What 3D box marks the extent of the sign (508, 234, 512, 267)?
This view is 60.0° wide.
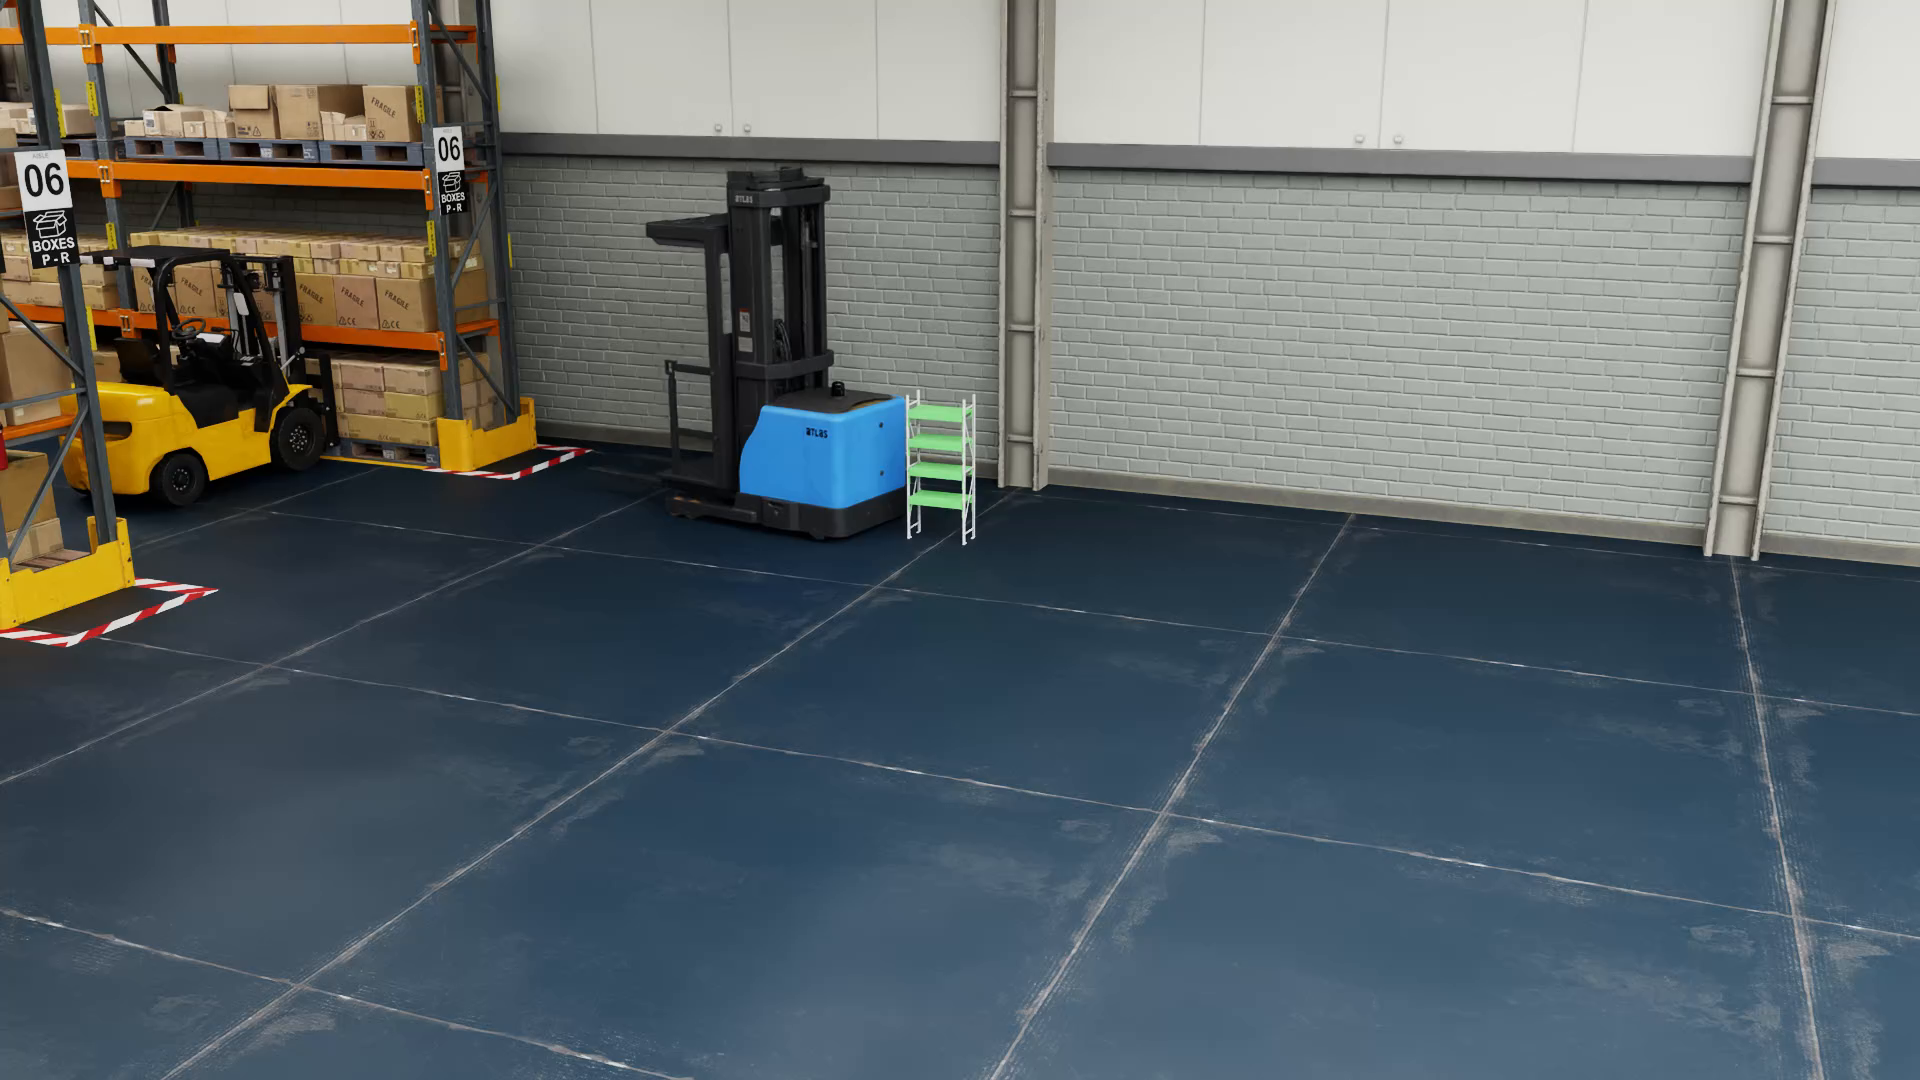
[{"bbox_3d":[-4.469,-2.857,16.440,0.005,0.325,0.100,6,17,21],"label":"sign"}]

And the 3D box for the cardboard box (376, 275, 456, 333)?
[{"bbox_3d":[-5.232,-2.290,16.003,0.500,0.500,0.500,6,17,19],"label":"cardboard box"}]

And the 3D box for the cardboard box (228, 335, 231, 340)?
[{"bbox_3d":[-7.871,-2.030,17.672,0.500,0.250,0.500,7,17,22],"label":"cardboard box"}]

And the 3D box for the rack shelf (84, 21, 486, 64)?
[{"bbox_3d":[-6.539,-4.808,16.102,4.000,0.370,1.077,6,17,21],"label":"rack shelf"}]

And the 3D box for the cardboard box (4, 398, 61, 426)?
[{"bbox_3d":[-6.736,-0.940,11.982,0.250,0.149,0.380,6,17,21],"label":"cardboard box"}]

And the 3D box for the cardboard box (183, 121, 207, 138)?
[{"bbox_3d":[-7.378,-4.035,16.331,0.250,0.149,0.380,7,18,22],"label":"cardboard box"}]

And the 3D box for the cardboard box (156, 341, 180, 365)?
[{"bbox_3d":[-8.064,-1.900,17.222,0.500,0.250,0.500,6,17,20],"label":"cardboard box"}]

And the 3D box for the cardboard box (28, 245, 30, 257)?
[{"bbox_3d":[-9.547,-3.059,17.487,0.250,0.149,0.380,6,17,19],"label":"cardboard box"}]

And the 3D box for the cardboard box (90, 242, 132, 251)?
[{"bbox_3d":[-8.799,-3.006,17.305,0.250,0.149,0.380,7,18,23],"label":"cardboard box"}]

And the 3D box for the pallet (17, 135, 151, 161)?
[{"bbox_3d":[-9.225,-4.105,17.395,1.217,0.209,0.805,6,17,18],"label":"pallet"}]

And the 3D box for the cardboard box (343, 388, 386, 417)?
[{"bbox_3d":[-5.708,-1.404,16.411,0.500,0.250,0.500,6,17,20],"label":"cardboard box"}]

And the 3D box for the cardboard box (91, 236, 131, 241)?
[{"bbox_3d":[-9.110,-3.187,17.929,0.250,0.149,0.380,6,17,20],"label":"cardboard box"}]

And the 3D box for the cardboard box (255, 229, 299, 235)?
[{"bbox_3d":[-7.032,-3.116,17.151,0.250,0.149,0.380,6,17,20],"label":"cardboard box"}]

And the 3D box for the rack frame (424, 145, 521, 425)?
[{"bbox_3d":[-4.678,-2.260,16.078,0.127,3.000,1.000,6,17,21],"label":"rack frame"}]

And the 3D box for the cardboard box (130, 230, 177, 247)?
[{"bbox_3d":[-8.212,-3.062,16.964,0.250,0.149,0.380,7,17,22],"label":"cardboard box"}]

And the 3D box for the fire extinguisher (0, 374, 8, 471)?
[{"bbox_3d":[-6.559,-0.804,11.201,0.183,0.674,0.296,6,17,21],"label":"fire extinguisher"}]

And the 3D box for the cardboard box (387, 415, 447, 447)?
[{"bbox_3d":[-5.231,-1.107,16.286,0.500,0.250,0.500,6,17,21],"label":"cardboard box"}]

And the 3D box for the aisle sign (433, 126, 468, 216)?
[{"bbox_3d":[-4.725,-3.425,15.430,0.004,0.787,0.394,6,17,21],"label":"aisle sign"}]

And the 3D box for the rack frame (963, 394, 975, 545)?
[{"bbox_3d":[0.073,-0.568,13.479,0.015,1.200,0.240,6,17,21],"label":"rack frame"}]

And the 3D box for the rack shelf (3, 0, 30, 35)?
[{"bbox_3d":[-8.357,-3.711,11.611,4.000,0.370,1.077,6,17,21],"label":"rack shelf"}]

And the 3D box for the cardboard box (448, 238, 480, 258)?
[{"bbox_3d":[-4.912,-2.852,16.241,0.250,0.149,0.380,6,17,20],"label":"cardboard box"}]

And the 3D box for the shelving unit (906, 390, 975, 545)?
[{"bbox_3d":[-0.154,-0.593,13.565,0.503,1.200,0.258,6,17,21],"label":"shelving unit"}]

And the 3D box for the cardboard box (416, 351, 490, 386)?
[{"bbox_3d":[-5.056,-1.720,16.602,0.500,0.250,0.500,6,17,20],"label":"cardboard box"}]

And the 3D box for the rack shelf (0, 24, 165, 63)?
[{"bbox_3d":[-10.260,-5.217,17.512,4.000,0.370,1.077,6,17,21],"label":"rack shelf"}]

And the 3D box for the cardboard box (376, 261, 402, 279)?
[{"bbox_3d":[-5.352,-2.601,15.909,0.250,0.149,0.380,7,17,22],"label":"cardboard box"}]

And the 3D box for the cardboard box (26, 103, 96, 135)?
[{"bbox_3d":[-9.162,-4.327,17.046,0.500,0.311,0.500,6,17,19],"label":"cardboard box"}]

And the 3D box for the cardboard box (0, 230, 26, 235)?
[{"bbox_3d":[-10.509,-3.359,18.521,0.250,0.149,0.380,6,17,20],"label":"cardboard box"}]

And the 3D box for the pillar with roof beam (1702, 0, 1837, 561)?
[{"bbox_3d":[4.588,-3.102,8.218,0.400,9.000,9.100,6,17,21],"label":"pillar with roof beam"}]

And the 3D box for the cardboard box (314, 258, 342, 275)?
[{"bbox_3d":[-6.063,-2.686,16.204,0.250,0.149,0.380,6,17,19],"label":"cardboard box"}]

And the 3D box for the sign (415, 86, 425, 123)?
[{"bbox_3d":[-4.890,-3.948,15.067,0.005,0.325,0.100,6,17,21],"label":"sign"}]

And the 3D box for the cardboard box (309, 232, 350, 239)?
[{"bbox_3d":[-6.341,-3.018,16.812,0.250,0.149,0.380,6,17,21],"label":"cardboard box"}]

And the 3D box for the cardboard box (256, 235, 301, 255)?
[{"bbox_3d":[-6.746,-2.930,16.509,0.250,0.149,0.380,6,17,21],"label":"cardboard box"}]

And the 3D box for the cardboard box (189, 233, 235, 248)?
[{"bbox_3d":[-7.493,-2.982,16.688,0.250,0.149,0.380,7,17,22],"label":"cardboard box"}]

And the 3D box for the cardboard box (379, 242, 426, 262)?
[{"bbox_3d":[-5.330,-2.761,15.929,0.250,0.149,0.380,6,17,21],"label":"cardboard box"}]

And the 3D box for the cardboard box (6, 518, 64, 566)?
[{"bbox_3d":[-7.145,-0.008,12.498,0.500,0.250,0.500,6,17,20],"label":"cardboard box"}]

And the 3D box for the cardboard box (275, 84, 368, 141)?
[{"bbox_3d":[-6.096,-4.111,15.962,0.500,0.500,0.700,6,17,21],"label":"cardboard box"}]

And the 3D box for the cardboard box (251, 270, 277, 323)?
[{"bbox_3d":[-6.660,-2.447,16.541,0.500,0.500,0.500,6,17,21],"label":"cardboard box"}]

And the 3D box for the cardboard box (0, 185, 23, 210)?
[{"bbox_3d":[-6.686,-2.410,11.666,0.250,0.149,0.380,6,17,21],"label":"cardboard box"}]

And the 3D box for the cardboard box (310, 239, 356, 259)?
[{"bbox_3d":[-6.070,-2.824,16.144,0.250,0.149,0.380,7,18,22],"label":"cardboard box"}]

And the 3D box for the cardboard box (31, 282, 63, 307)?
[{"bbox_3d":[-9.434,-2.631,17.624,0.500,0.250,0.500,6,17,20],"label":"cardboard box"}]

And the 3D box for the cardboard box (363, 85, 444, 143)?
[{"bbox_3d":[-5.180,-3.980,15.511,0.500,0.500,0.500,7,18,22],"label":"cardboard box"}]

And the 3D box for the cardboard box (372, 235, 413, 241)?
[{"bbox_3d":[-5.619,-2.940,16.544,0.250,0.149,0.380,6,17,21],"label":"cardboard box"}]

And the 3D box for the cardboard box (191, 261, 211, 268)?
[{"bbox_3d":[-7.503,-2.838,16.726,0.250,0.149,0.380,7,17,22],"label":"cardboard box"}]

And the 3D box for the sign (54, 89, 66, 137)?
[{"bbox_3d":[-6.297,-2.973,11.587,0.005,0.325,0.100,6,17,21],"label":"sign"}]

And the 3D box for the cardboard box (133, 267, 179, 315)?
[{"bbox_3d":[-8.082,-2.604,17.084,0.500,0.500,0.500,6,17,19],"label":"cardboard box"}]

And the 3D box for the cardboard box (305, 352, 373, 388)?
[{"bbox_3d":[-6.171,-1.687,16.490,0.500,0.250,0.500,7,17,21],"label":"cardboard box"}]

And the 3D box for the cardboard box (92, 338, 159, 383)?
[{"bbox_3d":[-8.889,-1.781,17.934,0.625,0.625,0.875,7,18,23],"label":"cardboard box"}]

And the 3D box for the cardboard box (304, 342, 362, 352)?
[{"bbox_3d":[-6.458,-1.878,17.147,0.500,0.250,0.500,6,17,20],"label":"cardboard box"}]

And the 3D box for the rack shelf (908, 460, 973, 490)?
[{"bbox_3d":[-0.154,-0.532,13.582,0.480,0.148,0.258,6,17,21],"label":"rack shelf"}]

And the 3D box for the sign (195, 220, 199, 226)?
[{"bbox_3d":[-8.197,-3.267,17.852,0.005,0.325,0.100,6,17,21],"label":"sign"}]

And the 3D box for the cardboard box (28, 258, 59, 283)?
[{"bbox_3d":[-9.431,-2.872,17.558,0.500,0.250,0.500,6,17,19],"label":"cardboard box"}]

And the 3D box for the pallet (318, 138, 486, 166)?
[{"bbox_3d":[-5.327,-3.737,15.944,1.213,0.211,1.003,6,17,21],"label":"pallet"}]

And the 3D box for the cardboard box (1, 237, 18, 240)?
[{"bbox_3d":[-10.273,-3.136,17.753,0.250,0.149,0.380,6,17,19],"label":"cardboard box"}]

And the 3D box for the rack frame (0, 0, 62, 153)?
[{"bbox_3d":[-6.496,-3.853,10.806,0.127,3.000,1.000,6,17,21],"label":"rack frame"}]

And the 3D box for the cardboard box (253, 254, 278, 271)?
[{"bbox_3d":[-6.768,-2.764,16.473,0.250,0.149,0.380,6,17,19],"label":"cardboard box"}]

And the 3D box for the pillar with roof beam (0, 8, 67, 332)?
[{"bbox_3d":[-12.156,-4.943,14.560,0.400,9.000,9.100,6,17,21],"label":"pillar with roof beam"}]

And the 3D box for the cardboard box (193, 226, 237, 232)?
[{"bbox_3d":[-7.773,-3.181,17.373,0.250,0.149,0.380,6,17,19],"label":"cardboard box"}]

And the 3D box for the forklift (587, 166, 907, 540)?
[{"bbox_3d":[-1.948,-1.697,14.263,3.031,2.935,1.130,10,19,31],"label":"forklift"}]

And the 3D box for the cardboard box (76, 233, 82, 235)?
[{"bbox_3d":[-9.814,-3.264,18.195,0.250,0.149,0.380,6,17,20],"label":"cardboard box"}]
